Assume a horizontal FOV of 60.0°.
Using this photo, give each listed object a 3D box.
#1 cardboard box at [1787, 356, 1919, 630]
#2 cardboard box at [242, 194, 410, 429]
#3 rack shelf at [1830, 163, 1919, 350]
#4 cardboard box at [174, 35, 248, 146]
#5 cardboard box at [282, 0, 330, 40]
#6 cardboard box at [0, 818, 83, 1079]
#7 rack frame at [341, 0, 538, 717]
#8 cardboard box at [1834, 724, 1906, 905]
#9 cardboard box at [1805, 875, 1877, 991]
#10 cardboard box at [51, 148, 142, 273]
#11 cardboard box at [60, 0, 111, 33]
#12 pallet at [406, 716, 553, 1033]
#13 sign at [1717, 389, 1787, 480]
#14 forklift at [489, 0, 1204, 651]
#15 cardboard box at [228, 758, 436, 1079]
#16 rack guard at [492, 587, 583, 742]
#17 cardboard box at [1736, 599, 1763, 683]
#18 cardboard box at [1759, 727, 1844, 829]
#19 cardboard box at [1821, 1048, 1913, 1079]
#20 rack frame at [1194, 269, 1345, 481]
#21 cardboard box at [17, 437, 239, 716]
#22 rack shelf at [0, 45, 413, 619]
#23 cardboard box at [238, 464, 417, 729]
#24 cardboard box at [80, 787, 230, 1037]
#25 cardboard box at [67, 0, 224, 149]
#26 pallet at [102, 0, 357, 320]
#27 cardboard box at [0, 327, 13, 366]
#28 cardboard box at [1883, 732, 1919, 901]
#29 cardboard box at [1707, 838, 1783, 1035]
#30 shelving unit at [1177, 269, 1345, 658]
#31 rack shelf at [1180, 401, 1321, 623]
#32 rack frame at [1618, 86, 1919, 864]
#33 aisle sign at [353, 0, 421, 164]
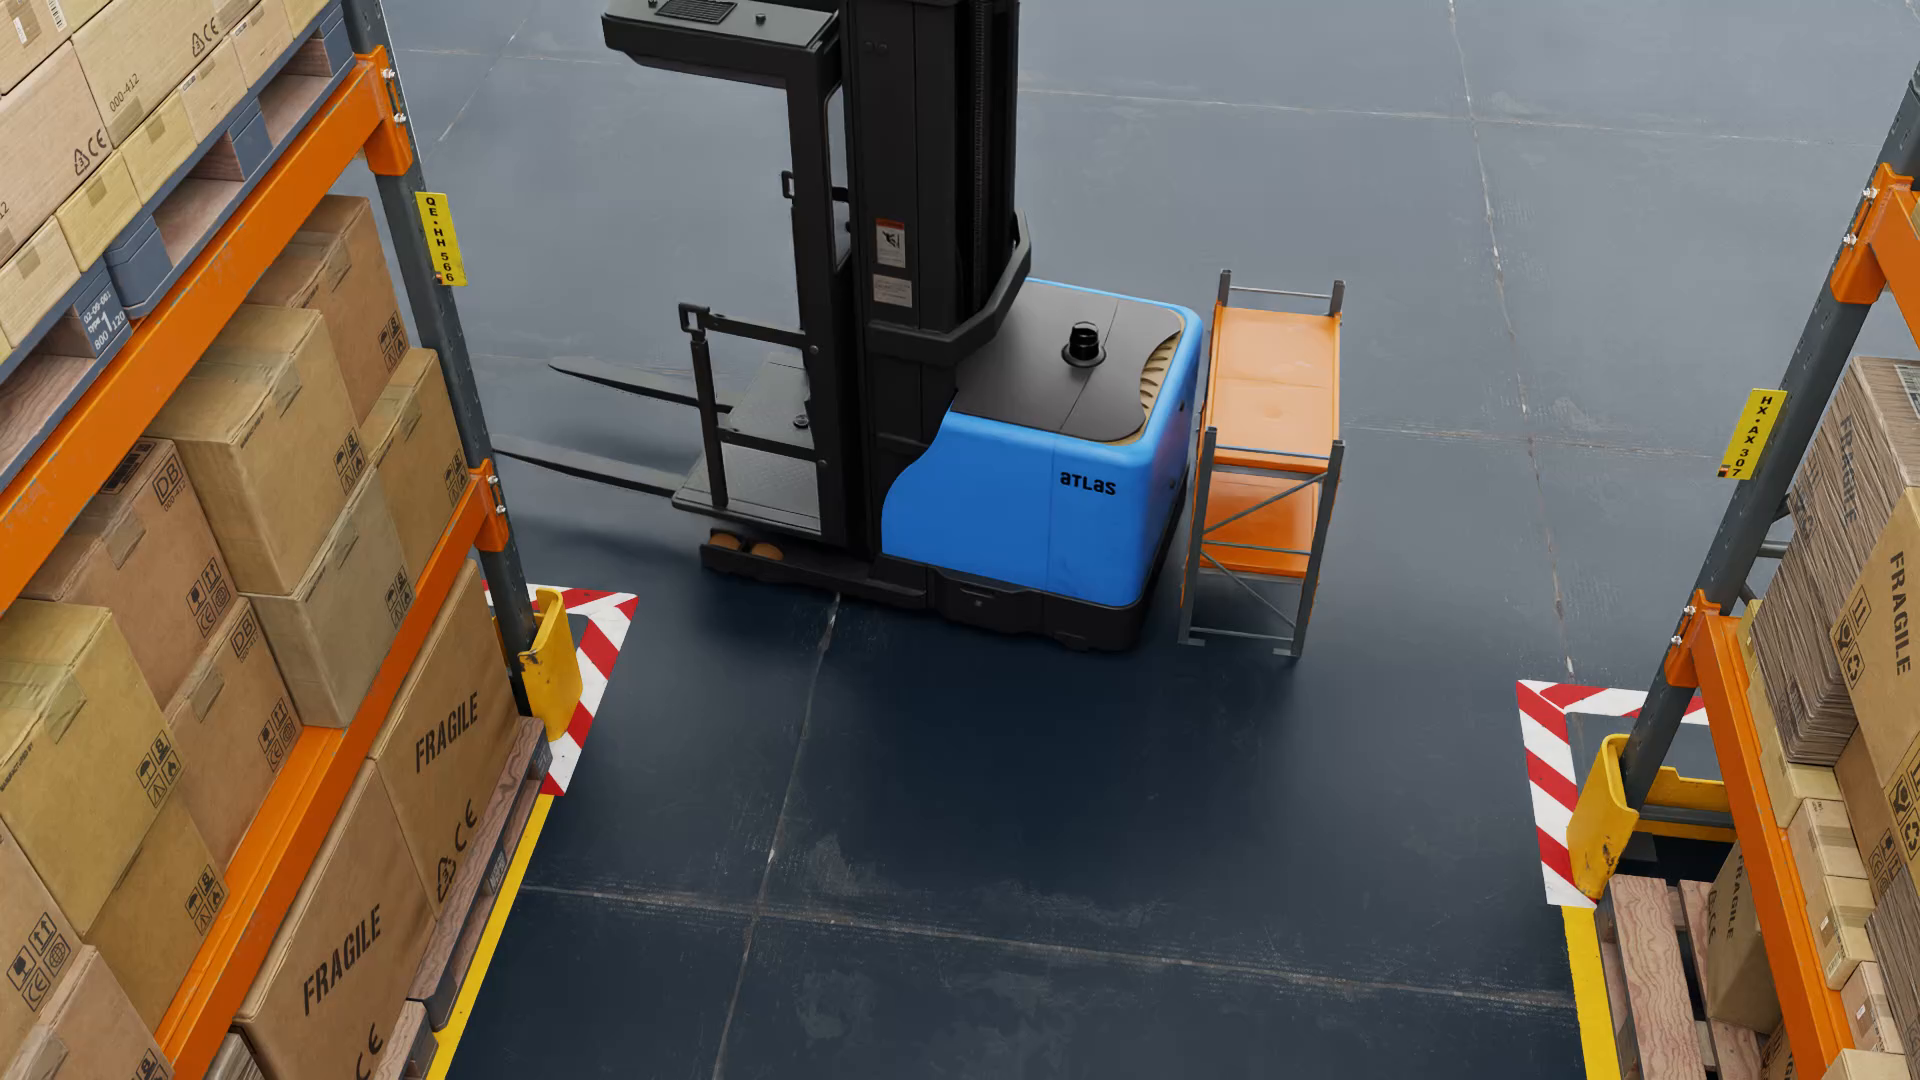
[{"bbox_3d":[2.461,-0.093,4.151,0.500,0.500,0.500,5,44,6],"label":"cardboard box"},{"bbox_3d":[-2.187,-0.653,4.863,0.875,0.550,0.550,5,44,6],"label":"cardboard box"},{"bbox_3d":[2.539,0.599,2.777,1.077,0.370,4.000,5,44,6],"label":"rack shelf"},{"bbox_3d":[-1.875,-1.038,3.788,0.380,0.149,0.250,6,44,6],"label":"cardboard box"},{"bbox_3d":[-1.807,-1.385,4.154,0.380,0.149,0.250,5,44,5],"label":"cardboard box"},{"bbox_3d":[-2.380,0.835,3.293,0.875,0.550,0.550,5,44,6],"label":"cardboard box"},{"bbox_3d":[-2.099,-0.456,5.550,1.000,3.000,0.127,5,44,6],"label":"rack frame"},{"bbox_3d":[2.757,0.644,4.099,0.875,0.500,0.500,5,44,6],"label":"cardboard box"},{"bbox_3d":[2.377,1.007,4.187,0.380,0.149,0.250,5,44,6],"label":"cardboard box"},{"bbox_3d":[-1.942,-0.691,3.421,0.380,0.149,0.250,5,44,5],"label":"cardboard box"},{"bbox_3d":[-1.909,-1.150,3.326,0.380,0.149,0.250,6,44,6],"label":"cardboard box"},{"bbox_3d":[-2.128,1.109,5.925,1.003,0.211,1.213,5,44,6],"label":"pallet"},{"bbox_3d":[2.266,-0.300,4.755,0.100,0.325,0.005,5,44,6],"label":"sign"},{"bbox_3d":[-0.584,-1.218,6.404,3.031,2.935,1.130,13,45,13],"label":"forklift"},{"bbox_3d":[-2.238,1.231,5.008,0.875,0.875,0.875,5,44,5],"label":"cardboard box"},{"bbox_3d":[-2.096,0.436,6.426,1.175,0.500,0.348,5,44,6],"label":"rack guard"},{"bbox_3d":[2.530,0.328,4.905,0.380,0.149,0.250,5,44,6],"label":"cardboard box"},{"bbox_3d":[2.430,0.665,4.548,0.380,0.149,0.250,5,44,6],"label":"cardboard box"},{"bbox_3d":[2.235,1.341,3.835,0.380,0.149,0.250,5,44,6],"label":"cardboard box"},{"bbox_3d":[1.308,-0.658,7.127,0.500,1.125,0.032,7,44,7],"label":"rack frame"},{"bbox_3d":[-2.377,0.100,4.069,0.875,0.550,0.550,5,44,6],"label":"cardboard box"},{"bbox_3d":[-2.364,0.079,3.326,1.077,0.370,4.000,5,44,6],"label":"rack shelf"},{"bbox_3d":[-2.155,0.124,4.829,0.875,0.550,0.550,5,44,6],"label":"cardboard box"},{"bbox_3d":[-2.382,0.859,4.052,0.875,0.550,0.500,5,44,6],"label":"cardboard box"},{"bbox_3d":[-1.954,-1.087,3.550,0.500,0.250,0.500,5,44,6],"label":"cardboard box"},{"bbox_3d":[-2.187,-1.006,4.014,1.003,0.211,1.213,5,44,6],"label":"pallet"},{"bbox_3d":[-2.010,-0.346,3.056,0.380,0.149,0.250,6,44,6],"label":"cardboard box"},{"bbox_3d":[2.323,0.588,3.431,0.500,0.500,0.500,5,44,6],"label":"cardboard box"},{"bbox_3d":[2.705,1.243,5.268,0.500,0.500,0.500,13,45,13],"label":"cardboard box"},{"bbox_3d":[1.224,-0.314,6.763,0.538,1.125,1.048,7,44,7],"label":"shelving unit"},{"bbox_3d":[1.224,-0.136,6.931,0.538,0.278,1.000,7,44,7],"label":"rack shelf"},{"bbox_3d":[2.804,0.064,5.001,1.000,3.000,0.127,5,44,6],"label":"rack frame"},{"bbox_3d":[-1.793,-1.421,4.678,0.394,0.787,0.004,5,44,6],"label":"aisle sign"}]
